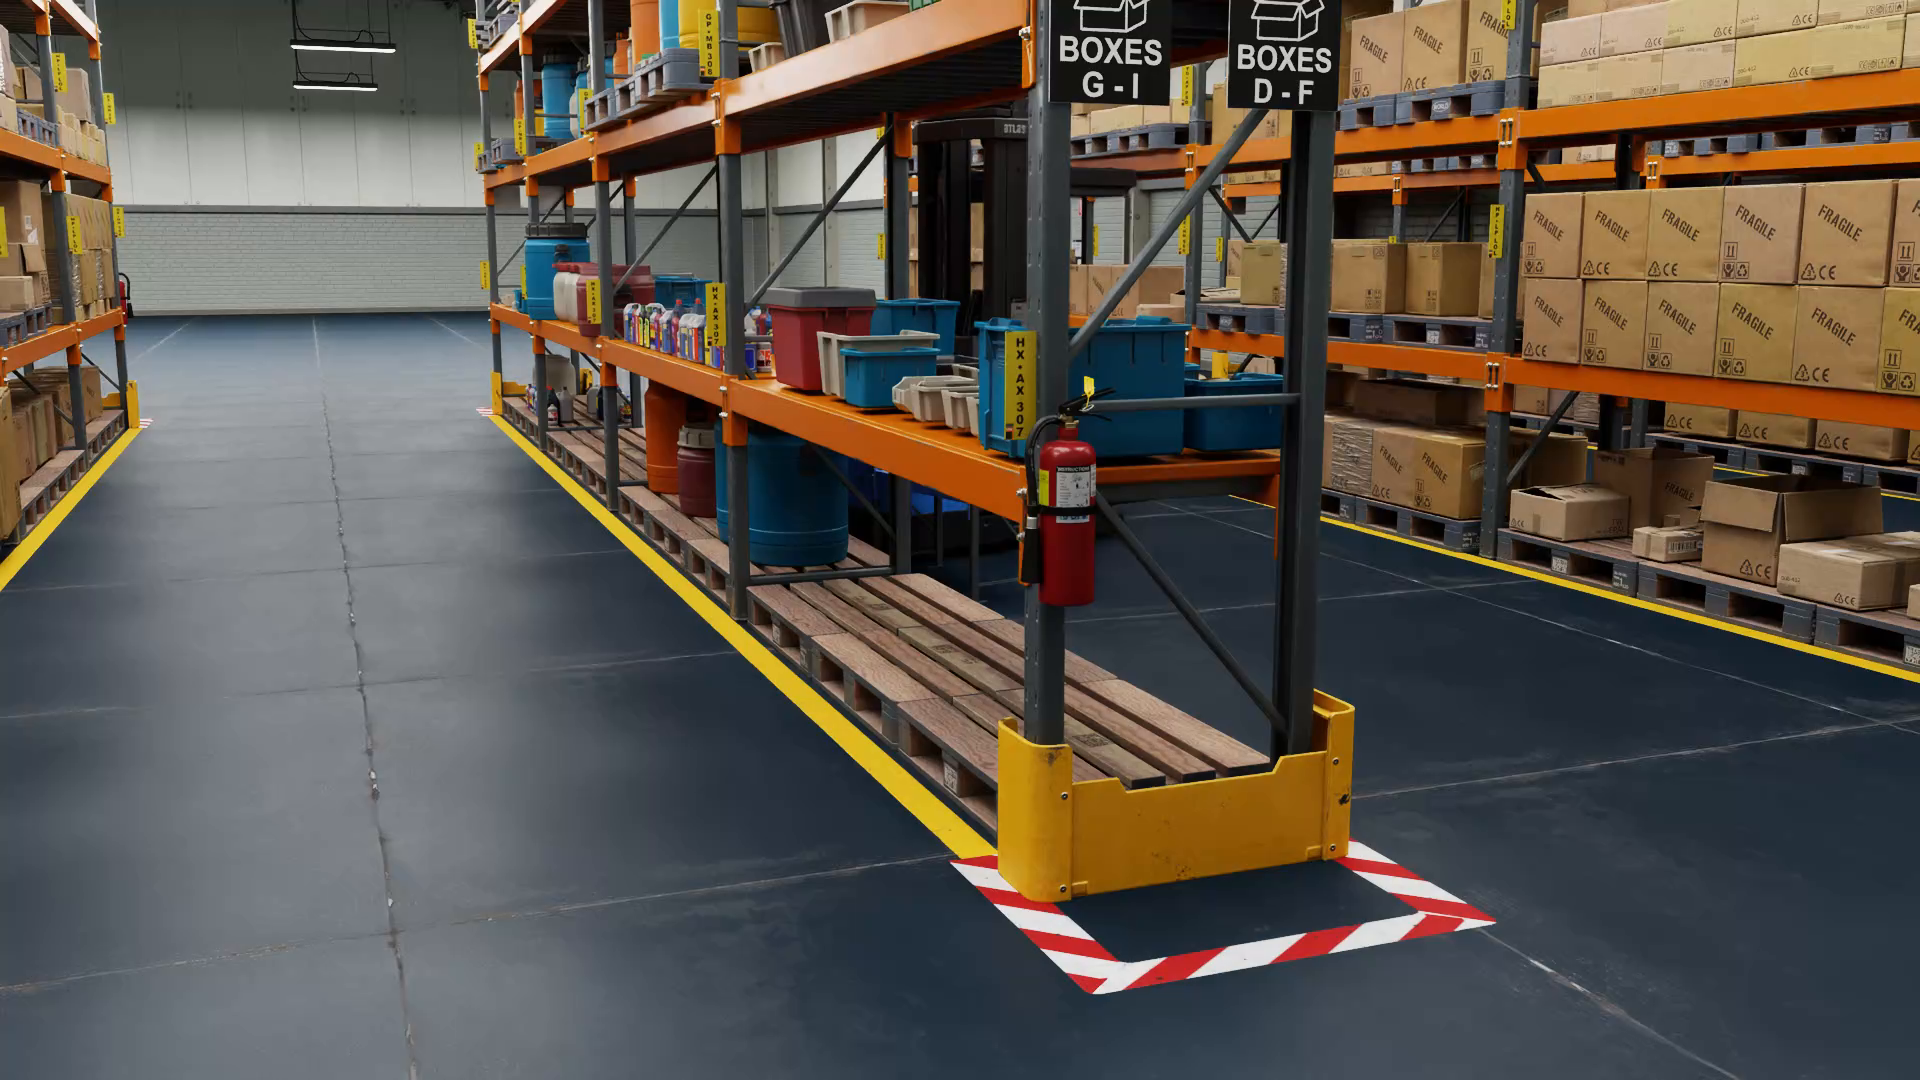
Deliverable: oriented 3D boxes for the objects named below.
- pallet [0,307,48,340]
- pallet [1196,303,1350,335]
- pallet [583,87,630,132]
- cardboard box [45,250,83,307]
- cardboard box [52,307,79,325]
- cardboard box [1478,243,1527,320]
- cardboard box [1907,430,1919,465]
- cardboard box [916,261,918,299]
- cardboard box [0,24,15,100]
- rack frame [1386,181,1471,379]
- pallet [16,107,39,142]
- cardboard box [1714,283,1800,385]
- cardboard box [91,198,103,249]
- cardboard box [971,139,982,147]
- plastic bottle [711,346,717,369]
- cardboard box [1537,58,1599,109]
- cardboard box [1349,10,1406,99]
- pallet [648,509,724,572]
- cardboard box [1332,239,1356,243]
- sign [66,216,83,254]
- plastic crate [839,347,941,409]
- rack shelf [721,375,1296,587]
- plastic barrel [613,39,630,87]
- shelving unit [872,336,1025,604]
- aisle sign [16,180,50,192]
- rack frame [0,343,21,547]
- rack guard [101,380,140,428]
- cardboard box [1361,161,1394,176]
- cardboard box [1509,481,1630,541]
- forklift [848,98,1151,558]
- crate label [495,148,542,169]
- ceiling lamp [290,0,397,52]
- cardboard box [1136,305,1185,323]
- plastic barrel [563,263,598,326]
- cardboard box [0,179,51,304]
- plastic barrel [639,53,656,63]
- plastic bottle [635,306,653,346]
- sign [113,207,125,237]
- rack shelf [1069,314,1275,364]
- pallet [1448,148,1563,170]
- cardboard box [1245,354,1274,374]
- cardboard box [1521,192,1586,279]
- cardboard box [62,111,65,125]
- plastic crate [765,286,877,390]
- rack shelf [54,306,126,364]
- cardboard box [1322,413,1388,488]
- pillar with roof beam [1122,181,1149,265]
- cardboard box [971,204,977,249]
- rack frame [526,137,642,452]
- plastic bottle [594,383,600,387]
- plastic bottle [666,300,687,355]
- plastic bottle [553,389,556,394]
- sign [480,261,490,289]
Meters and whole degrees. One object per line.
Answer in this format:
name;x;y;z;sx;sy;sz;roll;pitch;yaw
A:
pallet;-7.582;-1.640;12.620;1.003;0.211;1.213;-4;11;-21
pallet;2.719;-1.841;13.752;1.213;0.211;1.003;-4;11;-21
pallet;-2.024;-2.981;11.586;1.003;0.211;1.213;-4;11;-21
cardboard box;-8.381;-2.339;14.872;0.875;0.500;0.500;-4;11;-21
cardboard box;-8.073;-1.997;14.799;0.380;0.149;0.250;-4;11;-21
cardboard box;3.894;-1.736;11.131;0.700;0.500;0.500;-9;13;-40
cardboard box;8.117;-0.950;13.134;0.750;0.750;0.750;-4;11;-20
cardboard box;-0.139;-3.234;20.752;0.700;0.500;0.500;-4;11;-19
cardboard box;-7.126;-3.443;11.935;0.500;0.500;0.500;-4;11;-23
rack frame;5.574;-3.009;19.774;1.000;3.000;0.127;-4;11;-21
pallet;-7.773;-3.174;12.671;1.213;0.211;1.003;-4;11;-21
cardboard box;4.342;-1.089;8.694;0.500;0.500;0.500;-4;11;-22
cardboard box;-8.930;-3.170;16.687;0.500;0.500;0.500;-4;11;-21
cardboard box;0.267;-4.503;18.723;0.380;0.149;0.250;-4;11;-21
plastic bottle;-1.337;-1.117;9.491;0.152;0.276;0.135;-4;11;-21
cardboard box;3.803;-2.697;9.878;0.500;0.250;0.500;-4;11;-21
cardboard box;3.258;-3.475;12.057;0.600;0.600;0.600;-4;11;-23
pallet;-1.447;-0.030;10.987;1.003;0.211;1.213;-4;11;-21
cardboard box;4.929;-3.453;20.499;0.500;0.500;0.500;-4;11;-21
sign;-7.760;-2.672;14.572;0.100;0.325;0.005;-4;11;-21
plastic crate;-0.294;-0.688;7.030;0.416;0.233;0.300;-4;11;-21
rack shelf;-0.036;-0.394;7.126;1.077;0.370;4.000;-4;11;-21
plastic barrel;-2.542;-3.671;13.700;0.600;0.830;0.708;-4;11;-21
shelving unit;-0.029;-0.474;9.800;0.538;1.500;1.048;-7;12;-35
aisle sign;-10.027;-3.990;17.865;0.394;0.787;0.004;-4;11;-21
rack frame;-6.826;-1.414;10.802;1.000;3.000;0.127;-4;11;-21
rack guard;-9.698;-1.476;18.292;1.175;0.500;0.348;-4;11;-21
cardboard box;5.160;-4.613;19.878;0.500;0.500;0.500;-4;11;-19
cardboard box;3.808;-0.199;10.397;0.500;0.311;0.500;-4;11;-21
forklift;0.519;-1.513;11.557;3.031;2.935;1.130;-8;13;-37
crate label;-4.739;-4.111;17.825;0.502;0.251;0.408;-4;11;-21
ceiling lamp;-12.450;-11.429;33.309;2.000;3.185;0.800;-4;11;-21
cardboard box;1.825;-2.047;15.081;0.380;0.149;0.250;-4;11;-21
plastic barrel;-3.251;-2.158;14.598;0.433;0.535;0.433;0;10;0
cardboard box;-8.118;-2.430;13.604;1.000;1.000;1.000;-4;11;-21
plastic barrel;-2.040;-3.147;11.229;0.294;0.245;0.294;0;10;0
plastic bottle;-2.187;-1.500;11.643;0.152;0.276;0.135;-4;11;-21
sign;-9.201;-3.477;18.193;0.100;0.325;0.005;-4;11;-21
rack shelf;1.683;-2.014;16.231;1.077;0.370;4.000;-4;11;-21
pallet;6.077;-4.117;17.973;1.213;0.211;1.003;-4;11;-21
cardboard box;4.292;-2.437;22.974;0.500;0.311;0.500;-5;11;-27
cardboard box;3.766;-1.835;10.033;0.500;0.500;0.500;-4;11;-19
cardboard box;-8.345;-3.823;15.073;0.380;0.149;0.250;-4;11;-21
plastic crate;-0.671;-0.974;7.979;0.402;0.464;0.583;-4;11;-21
rack shelf;-9.000;-2.039;16.370;1.077;0.370;4.000;-4;11;-21
cardboard box;2.873;-0.683;12.576;0.500;0.500;0.500;-4;11;-23
pillar with roof beam;-1.002;-7.263;26.555;9.100;9.000;0.548;-4;11;-21
cardboard box;0.427;-3.619;19.209;0.700;0.500;0.500;-4;11;-21
rack frame;-3.659;-2.381;16.239;1.000;3.000;0.127;-4;11;-21
plastic bottle;-3.969;-1.594;18.340;0.152;0.276;0.135;-4;11;-20
plastic bottle;-1.798;-1.360;10.640;0.144;0.351;0.185;-4;11;-21
plastic bottle;-4.262;-1.442;17.459;0.061;0.283;0.133;-4;11;-21
sign;-5.623;-3.136;19.693;0.100;0.325;0.005;-4;11;-21
